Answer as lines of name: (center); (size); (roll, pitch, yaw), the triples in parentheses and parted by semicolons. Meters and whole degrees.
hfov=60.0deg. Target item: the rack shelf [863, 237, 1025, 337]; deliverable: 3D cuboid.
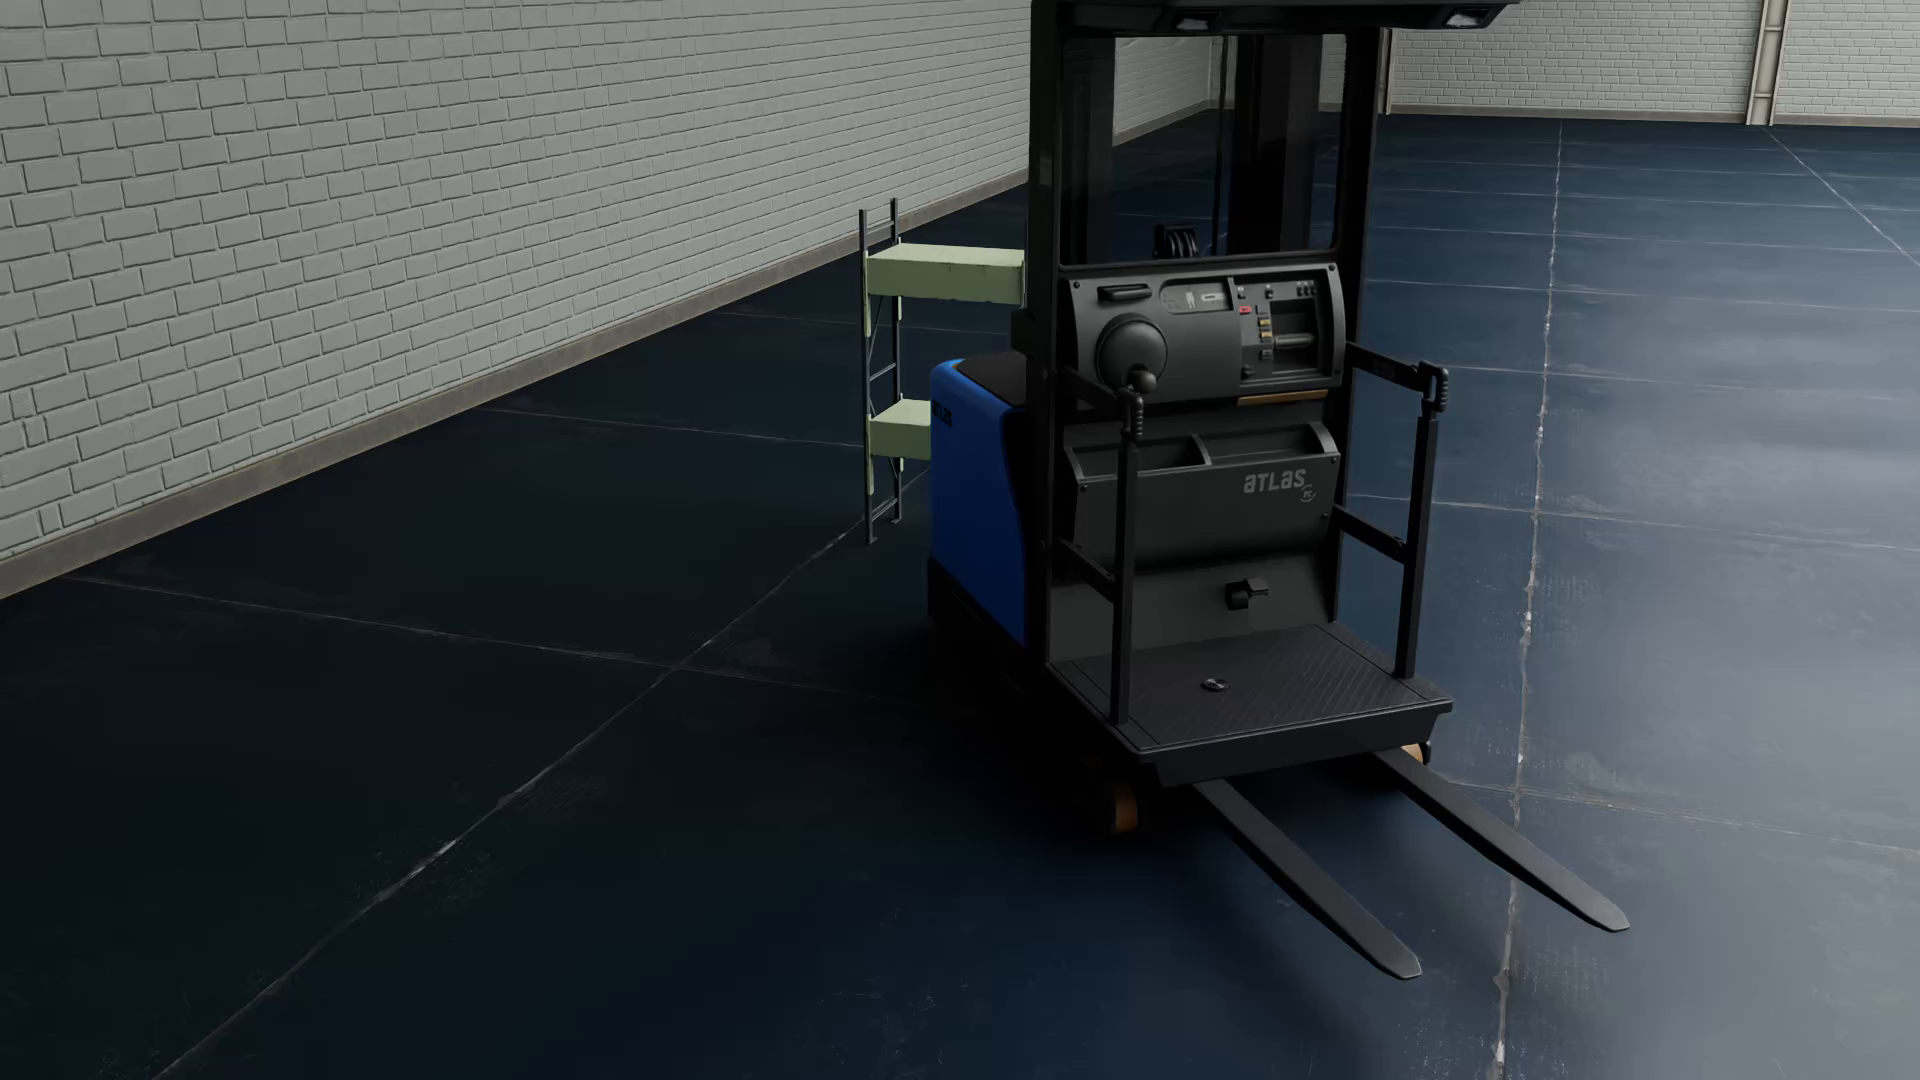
rack shelf: (-0.006, -1.077, 7.203); (0.720, 0.370, 0.431); (7, 20, 18)

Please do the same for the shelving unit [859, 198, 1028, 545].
shelving unit: (-0.006, -0.709, 7.331); (0.755, 1.500, 0.431); (7, 20, 18)

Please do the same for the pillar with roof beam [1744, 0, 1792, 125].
pillar with roof beam: (11.459, -9.617, 21.493); (0.400, 9.000, 9.100); (7, 20, 18)

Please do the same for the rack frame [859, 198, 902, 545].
rack frame: (-0.352, -0.748, 7.445); (0.023, 1.500, 0.400); (7, 20, 18)

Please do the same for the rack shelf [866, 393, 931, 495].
rack shelf: (-0.006, -0.401, 7.439); (0.720, 0.370, 0.431); (7, 20, 18)

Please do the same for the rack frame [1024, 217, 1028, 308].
rack frame: (0.339, -0.669, 7.218); (0.023, 1.500, 0.400); (7, 20, 18)

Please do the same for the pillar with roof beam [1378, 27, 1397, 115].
pillar with roof beam: (5.791, -10.265, 23.353); (0.400, 9.000, 9.100); (7, 20, 18)

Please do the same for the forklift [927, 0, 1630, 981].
forklift: (0.847, -0.643, 4.968); (1.130, 2.935, 3.031); (-7, 20, -19)
